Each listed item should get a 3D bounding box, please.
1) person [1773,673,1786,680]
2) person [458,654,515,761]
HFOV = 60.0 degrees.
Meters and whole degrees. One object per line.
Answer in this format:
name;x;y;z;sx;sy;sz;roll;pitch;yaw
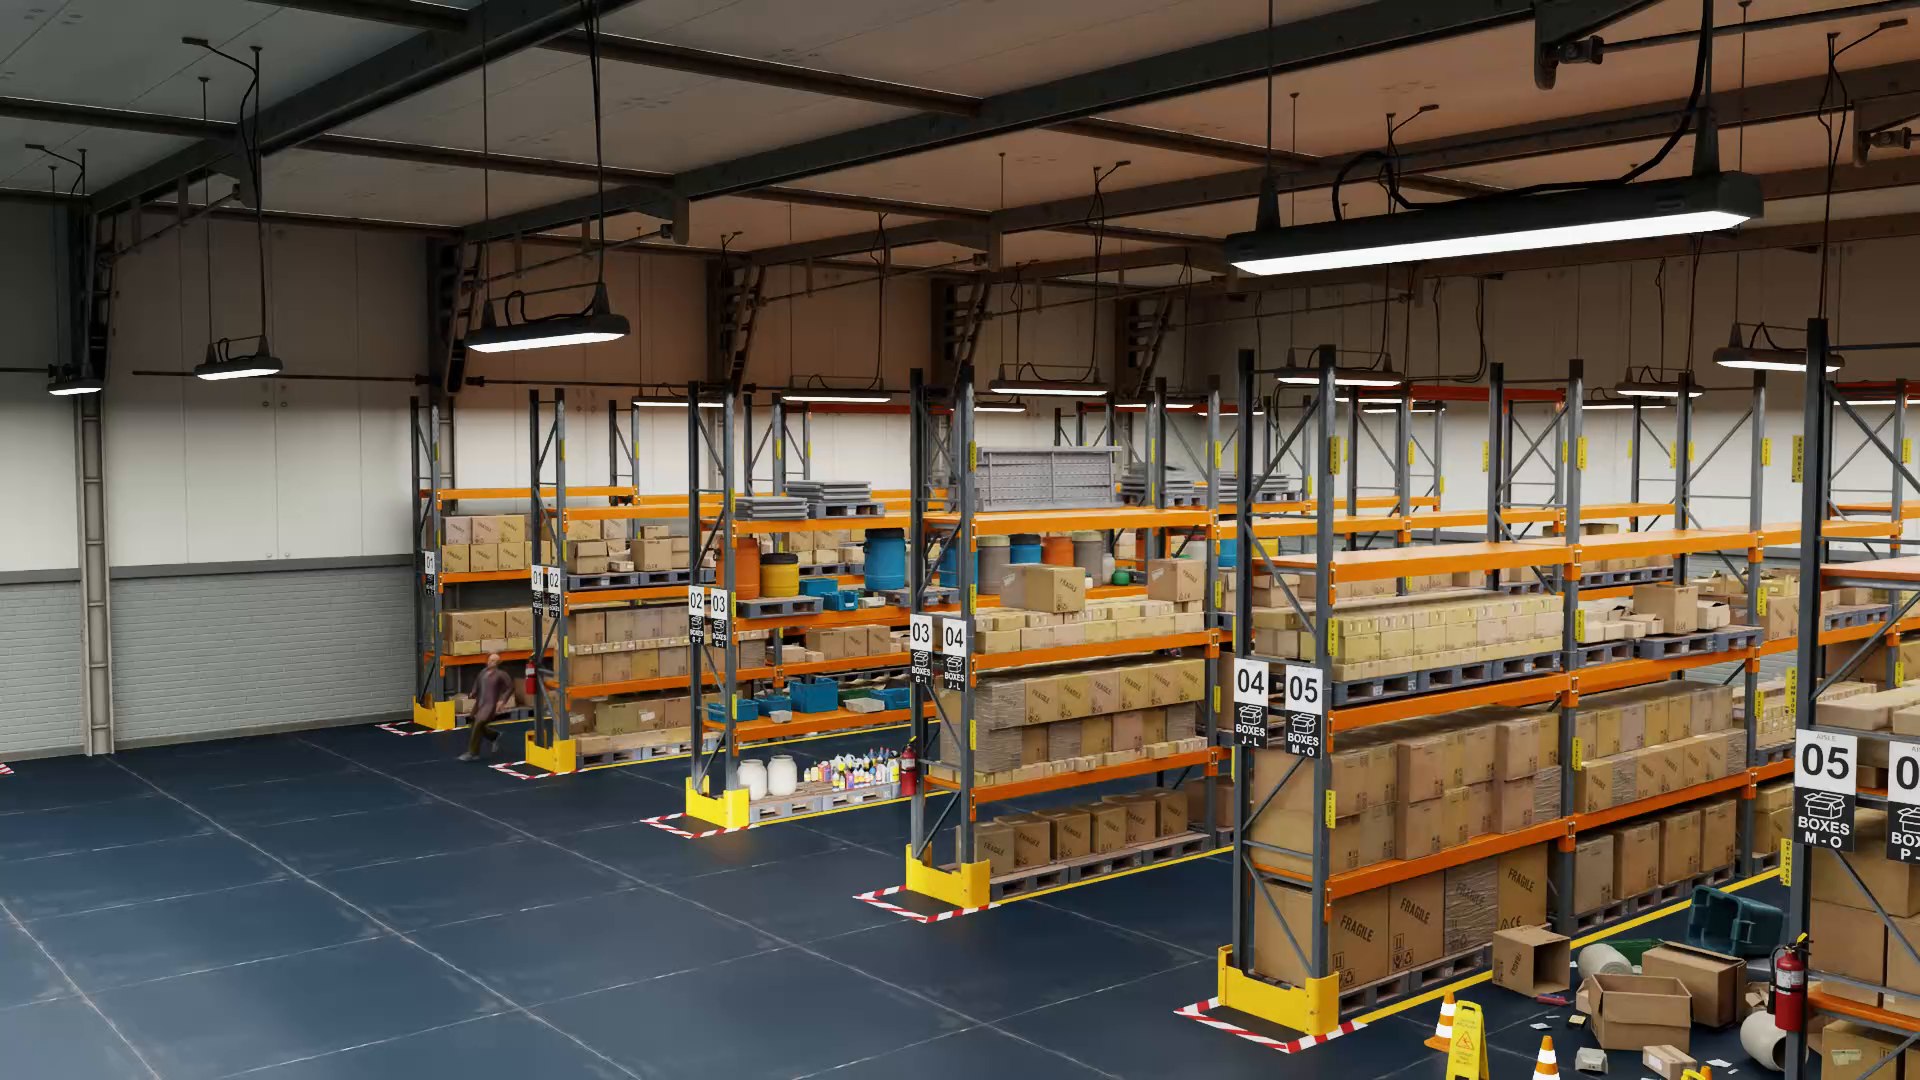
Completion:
person;12.369;2.845;25.063;0.920;1.710;0.590;-3;5;-42
person;-7.696;2.714;27.000;0.775;1.707;0.883;3;4;37
